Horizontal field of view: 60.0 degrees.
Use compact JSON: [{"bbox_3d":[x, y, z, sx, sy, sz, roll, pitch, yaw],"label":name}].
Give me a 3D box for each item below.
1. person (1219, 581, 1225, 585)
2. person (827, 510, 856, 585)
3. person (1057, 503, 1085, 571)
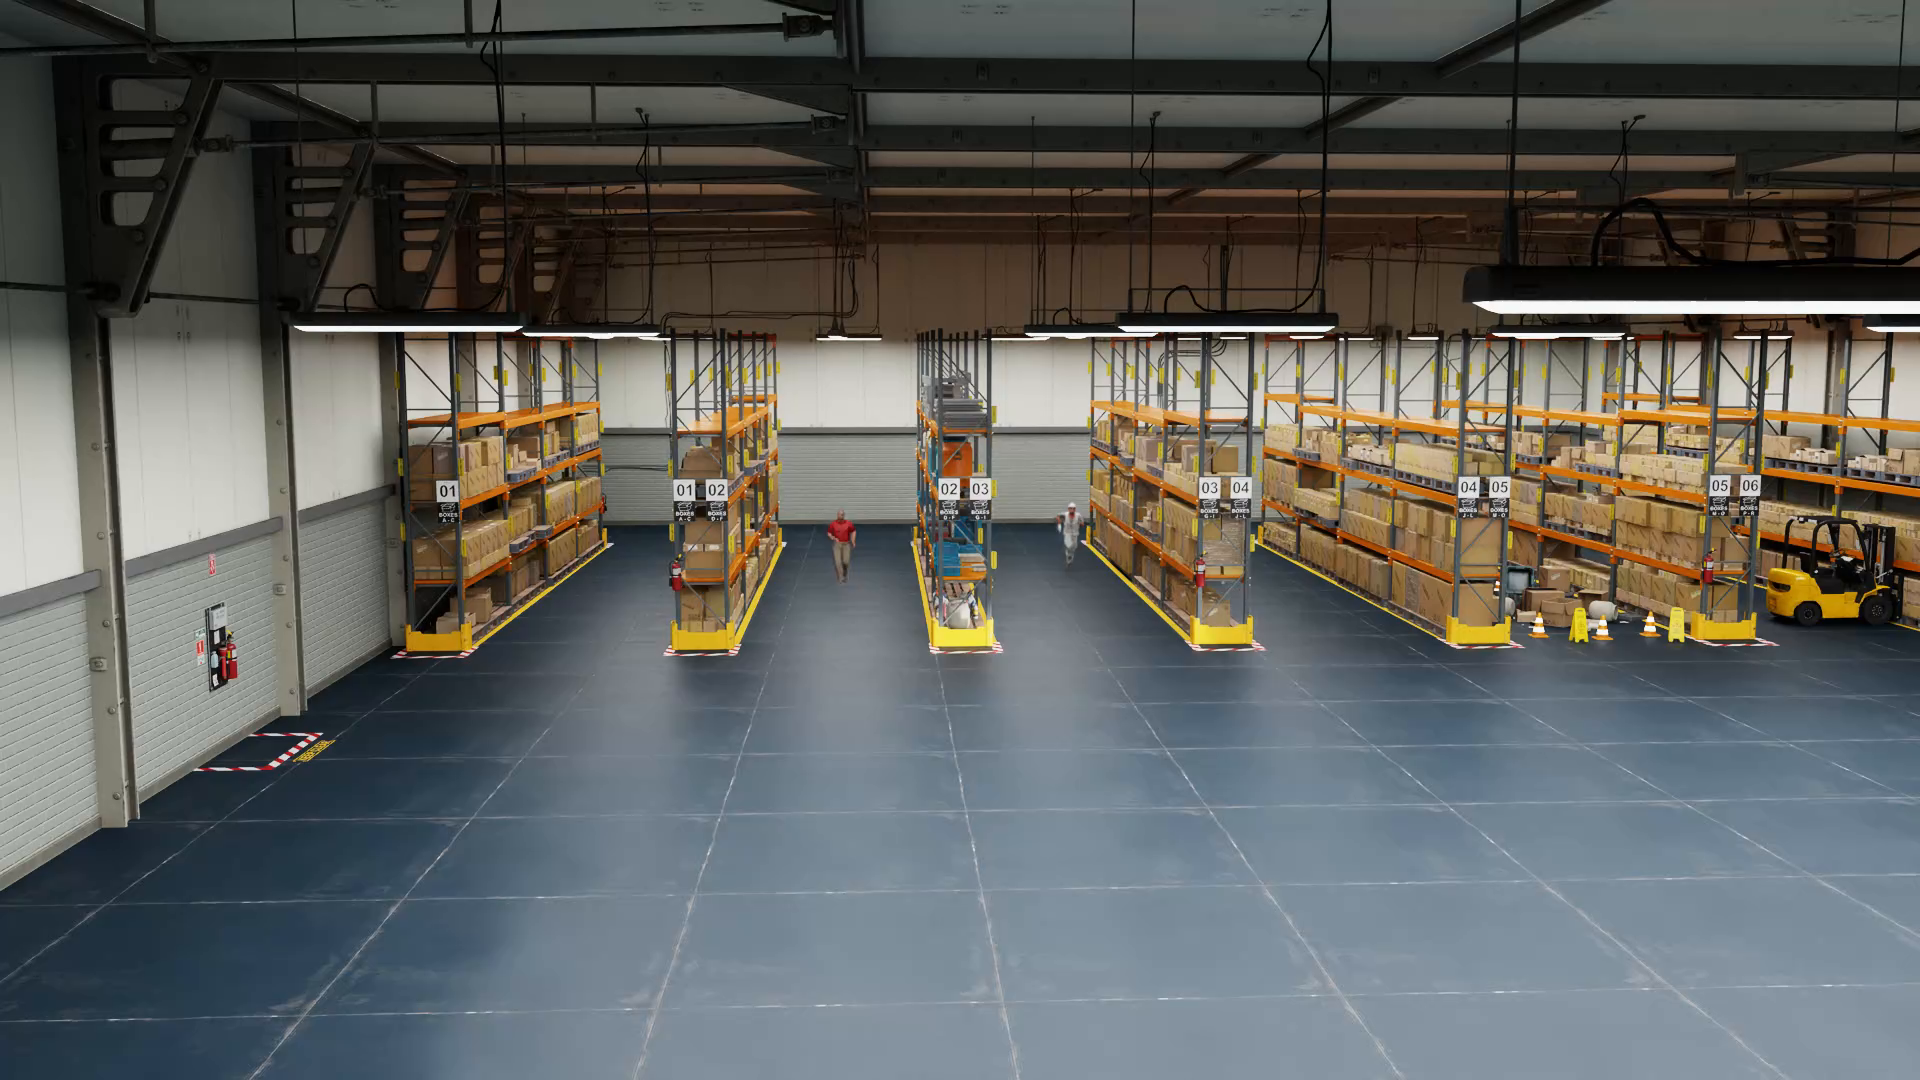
[{"bbox_3d":[6.334,0.256,39.883,0.575,1.604,0.735,-1,7,-11],"label":"person"},{"bbox_3d":[-2.671,0.172,37.581,0.658,1.702,0.553,0,7,-4],"label":"person"},{"bbox_3d":[2.799,-0.096,41.980,0.644,1.730,0.928,-1,7,-7],"label":"person"}]
